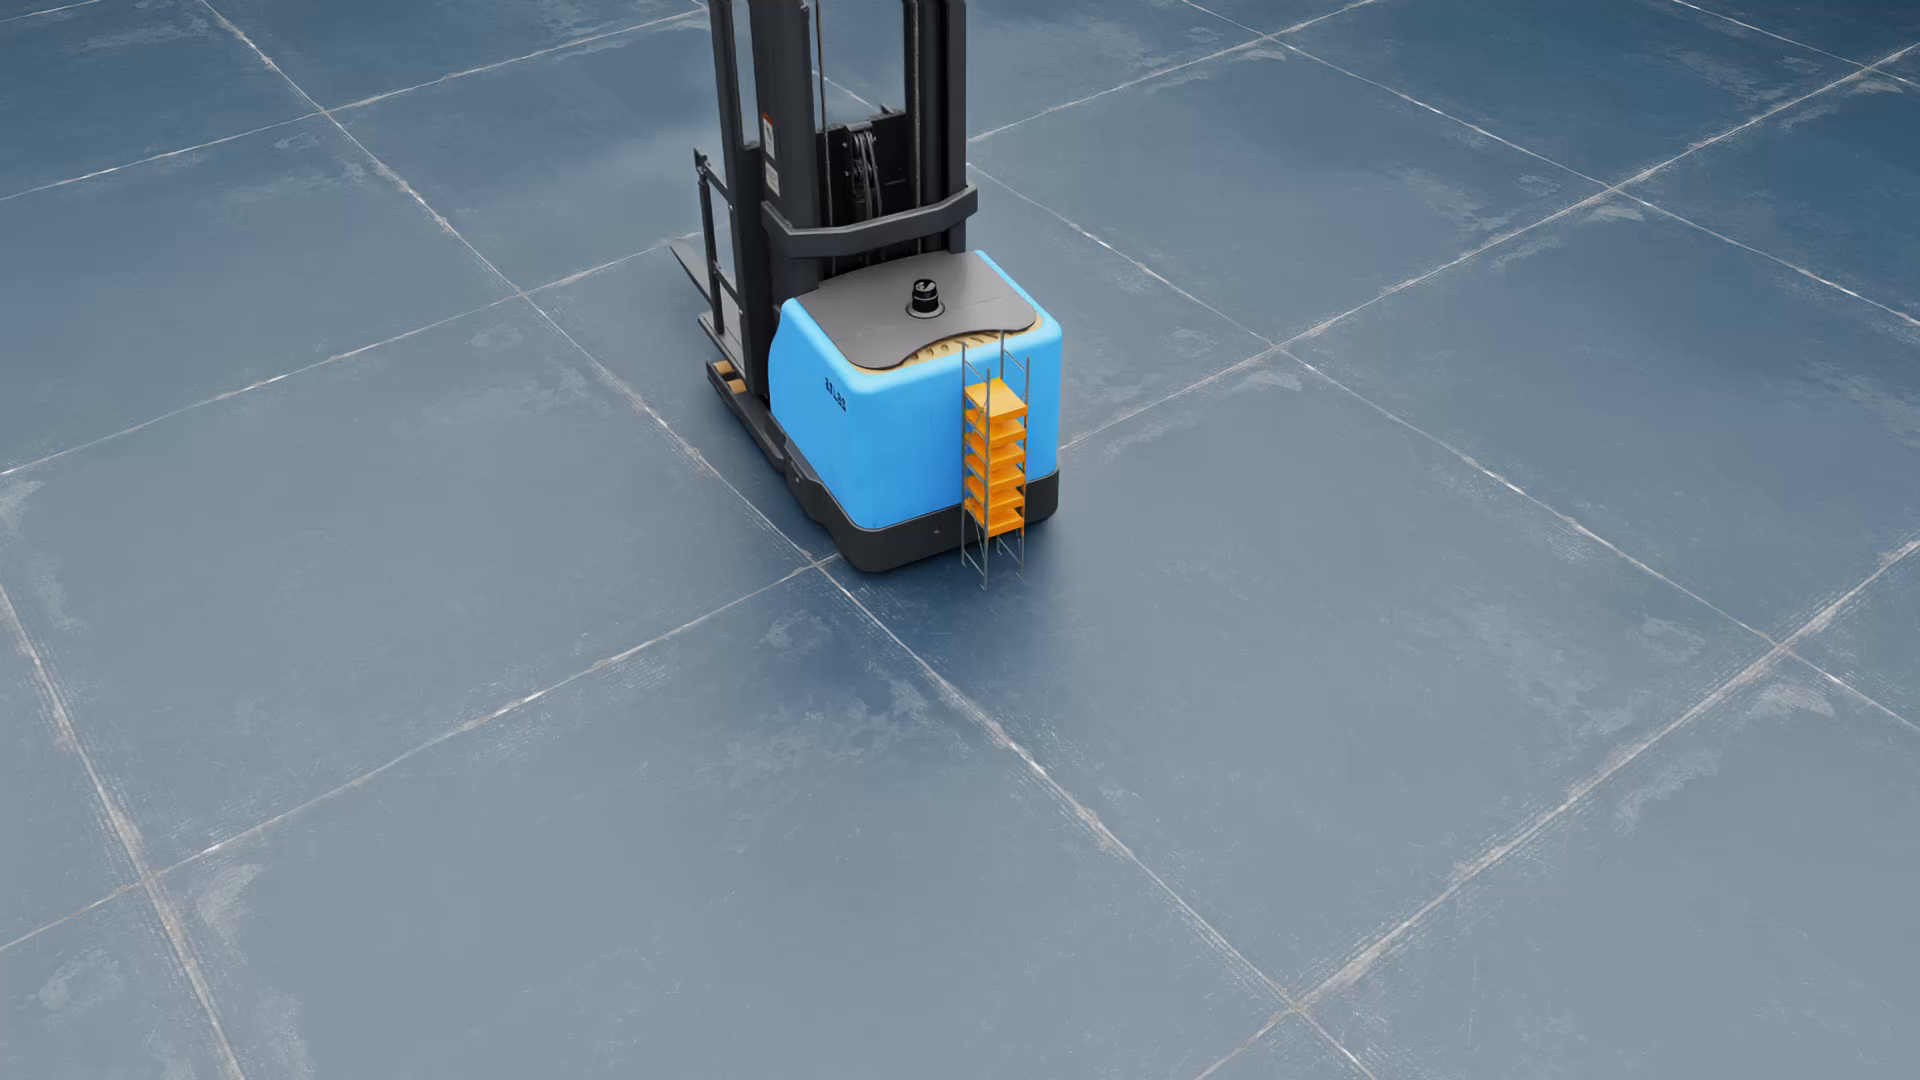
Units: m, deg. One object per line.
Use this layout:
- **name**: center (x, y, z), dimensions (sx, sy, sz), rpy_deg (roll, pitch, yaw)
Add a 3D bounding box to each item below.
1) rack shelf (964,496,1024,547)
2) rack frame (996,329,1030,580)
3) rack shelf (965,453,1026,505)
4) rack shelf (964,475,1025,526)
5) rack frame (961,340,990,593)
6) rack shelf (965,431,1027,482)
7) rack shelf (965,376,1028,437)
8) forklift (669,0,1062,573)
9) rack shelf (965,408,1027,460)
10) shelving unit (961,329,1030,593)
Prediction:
- **rack shelf**: center (0.144, -0.102, 7.376), dimensions (0.180, 0.103, 0.258), rpy_deg (-18, 43, -21)
- **rack frame**: center (0.226, -0.348, 7.227), dimensions (0.006, 1.200, 0.240), rpy_deg (-18, 43, -21)
- **rack shelf**: center (0.145, -0.287, 7.223), dimensions (0.180, 0.103, 0.258), rpy_deg (-18, 43, -21)
- **rack shelf**: center (0.144, -0.194, 7.299), dimensions (0.180, 0.103, 0.258), rpy_deg (-18, 43, -21)
- **rack frame**: center (0.063, -0.294, 7.162), dimensions (0.006, 1.200, 0.240), rpy_deg (-18, 43, -21)
- **rack shelf**: center (0.145, -0.379, 7.146), dimensions (0.180, 0.103, 0.258), rpy_deg (-18, 43, -21)
- **rack shelf**: center (0.145, -0.564, 6.993), dimensions (0.180, 0.103, 0.258), rpy_deg (-18, 43, -21)
- **forklift**: center (-0.664, -1.913, 7.771), dimensions (1.130, 2.935, 3.031), rpy_deg (-18, 43, -21)
- **rack shelf**: center (0.145, -0.472, 7.070), dimensions (0.180, 0.103, 0.258), rpy_deg (-18, 43, -21)
- **shelving unit**: center (0.145, -0.321, 7.195), dimensions (0.189, 1.200, 0.258), rpy_deg (-18, 43, -21)
